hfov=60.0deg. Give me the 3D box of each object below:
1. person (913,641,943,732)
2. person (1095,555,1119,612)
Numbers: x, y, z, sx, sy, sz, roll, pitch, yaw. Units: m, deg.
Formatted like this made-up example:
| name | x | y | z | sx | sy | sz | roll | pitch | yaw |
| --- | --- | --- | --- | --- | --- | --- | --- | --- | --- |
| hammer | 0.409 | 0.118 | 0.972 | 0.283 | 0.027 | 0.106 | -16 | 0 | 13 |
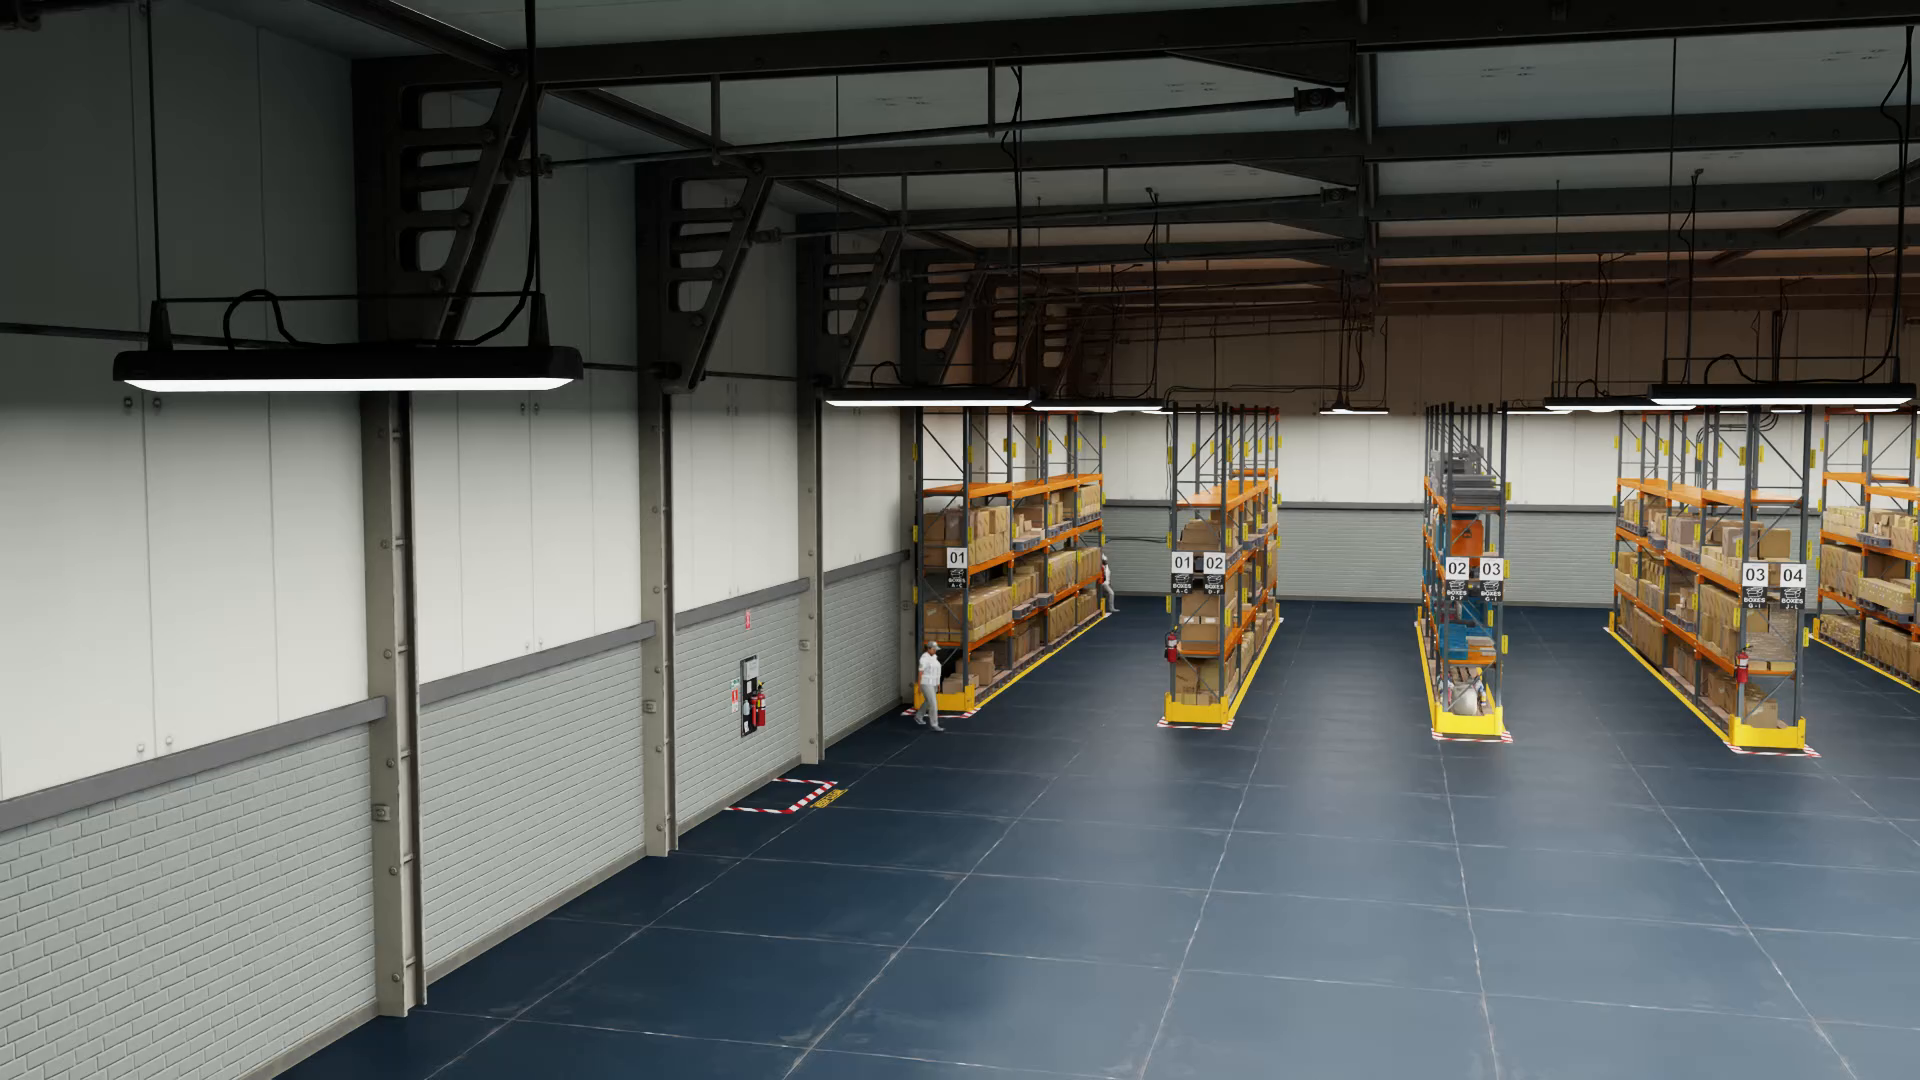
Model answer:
| name | x | y | z | sx | sy | sz | roll | pitch | yaw |
| --- | --- | --- | --- | --- | --- | --- | --- | --- | --- |
| person | -0.575 | 2.652 | 30.548 | 0.838 | 1.621 | 0.506 | 2 | 5 | 29 |
| person | 4.253 | 1.275 | 48.947 | 0.978 | 1.659 | 0.560 | 2 | 5 | 29 |
